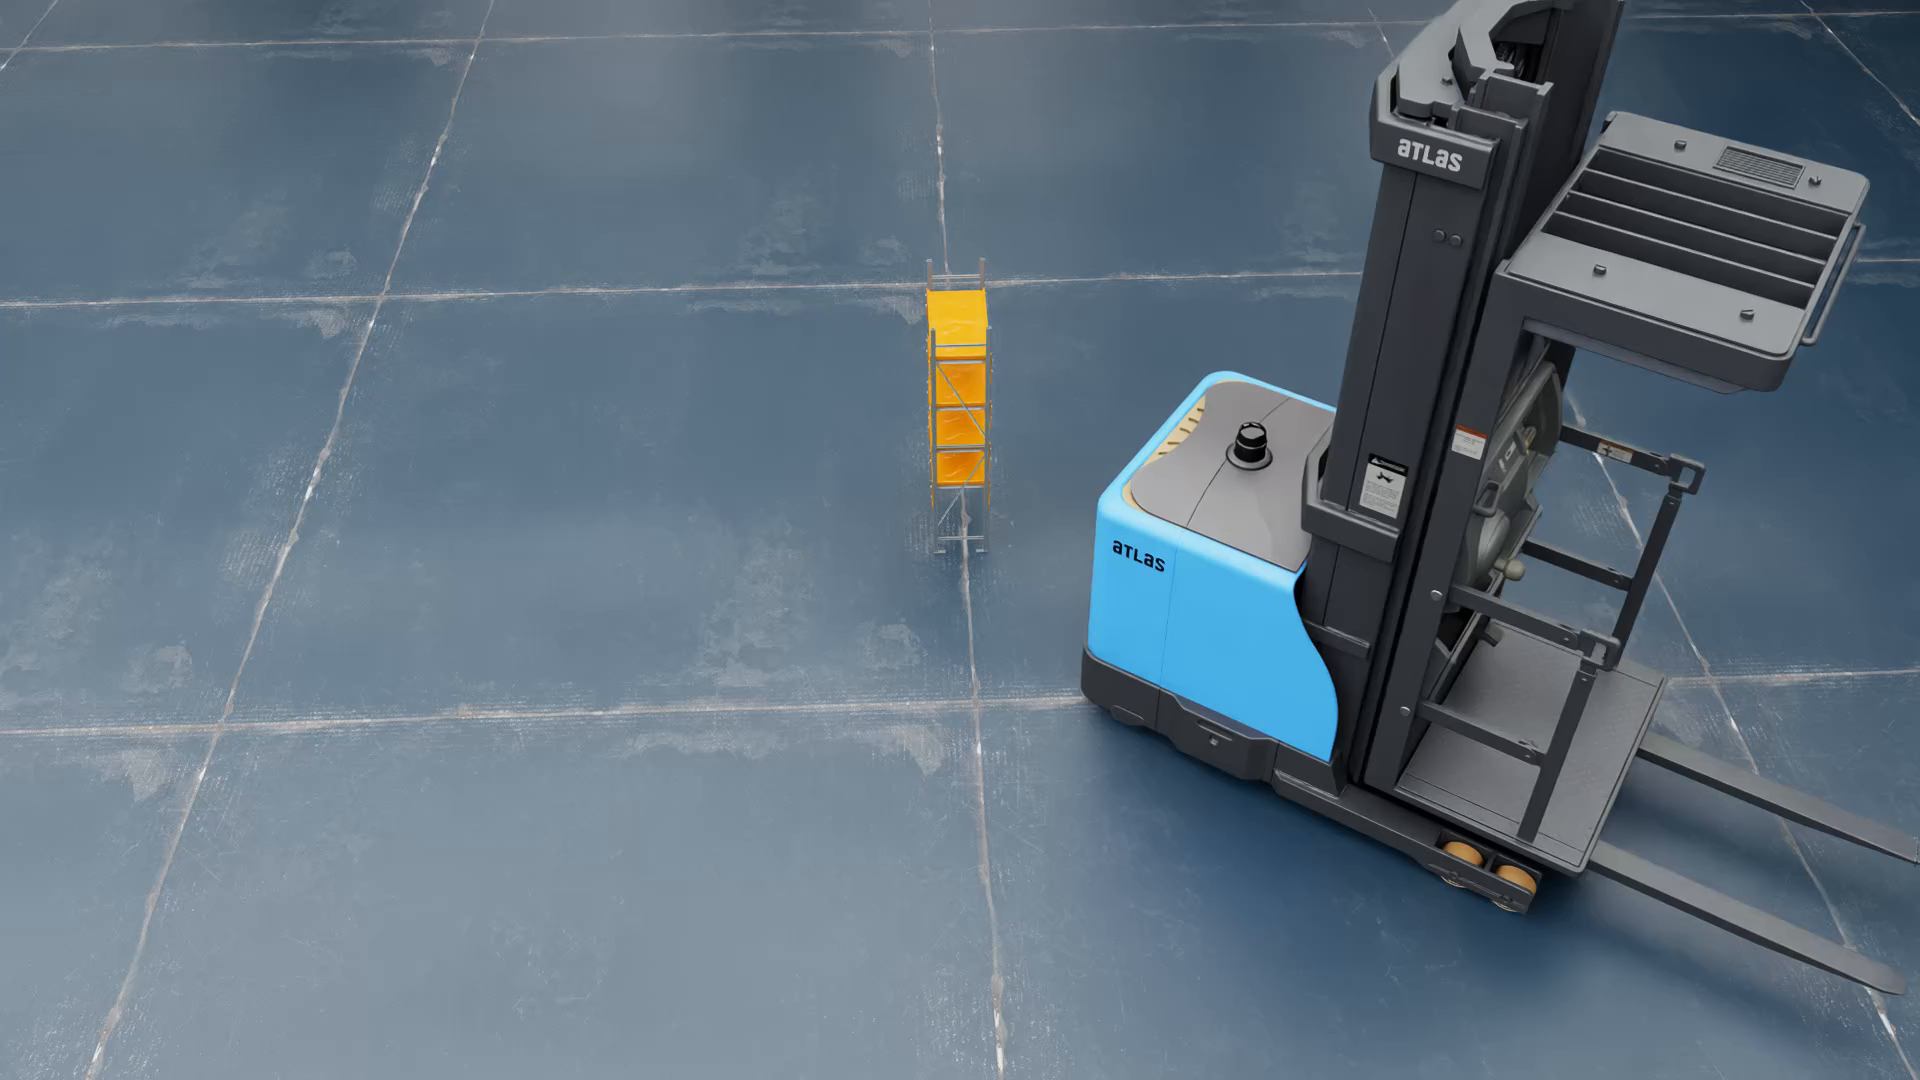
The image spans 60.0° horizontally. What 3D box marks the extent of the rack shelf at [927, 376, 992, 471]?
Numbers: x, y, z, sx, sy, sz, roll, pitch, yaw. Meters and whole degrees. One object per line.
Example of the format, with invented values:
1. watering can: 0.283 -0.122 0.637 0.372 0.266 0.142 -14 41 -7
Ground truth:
1. rack shelf: -0.007 -0.504 7.162 0.258 0.148 0.480 -2 43 -2

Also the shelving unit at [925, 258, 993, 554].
1. shelving unit: -0.007 -0.554 7.116 0.258 1.200 0.503 -2 43 -2

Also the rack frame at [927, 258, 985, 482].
1. rack frame: -0.017 -0.719 7.296 0.240 1.200 0.015 -2 43 -2

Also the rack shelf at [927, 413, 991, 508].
1. rack shelf: -0.007 -0.358 7.296 0.258 0.148 0.480 -2 43 -2

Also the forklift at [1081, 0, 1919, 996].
1. forklift: 2.000 -0.167 5.413 3.031 2.935 1.130 23 47 23

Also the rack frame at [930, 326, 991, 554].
1. rack frame: 0.003 -0.389 6.936 0.240 1.200 0.015 -2 43 -2

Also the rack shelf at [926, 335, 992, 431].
1. rack shelf: -0.007 -0.669 7.010 0.258 0.148 0.480 -2 43 -2

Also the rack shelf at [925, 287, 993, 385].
1. rack shelf: -0.007 -0.844 6.851 0.258 0.148 0.480 -2 43 -2
